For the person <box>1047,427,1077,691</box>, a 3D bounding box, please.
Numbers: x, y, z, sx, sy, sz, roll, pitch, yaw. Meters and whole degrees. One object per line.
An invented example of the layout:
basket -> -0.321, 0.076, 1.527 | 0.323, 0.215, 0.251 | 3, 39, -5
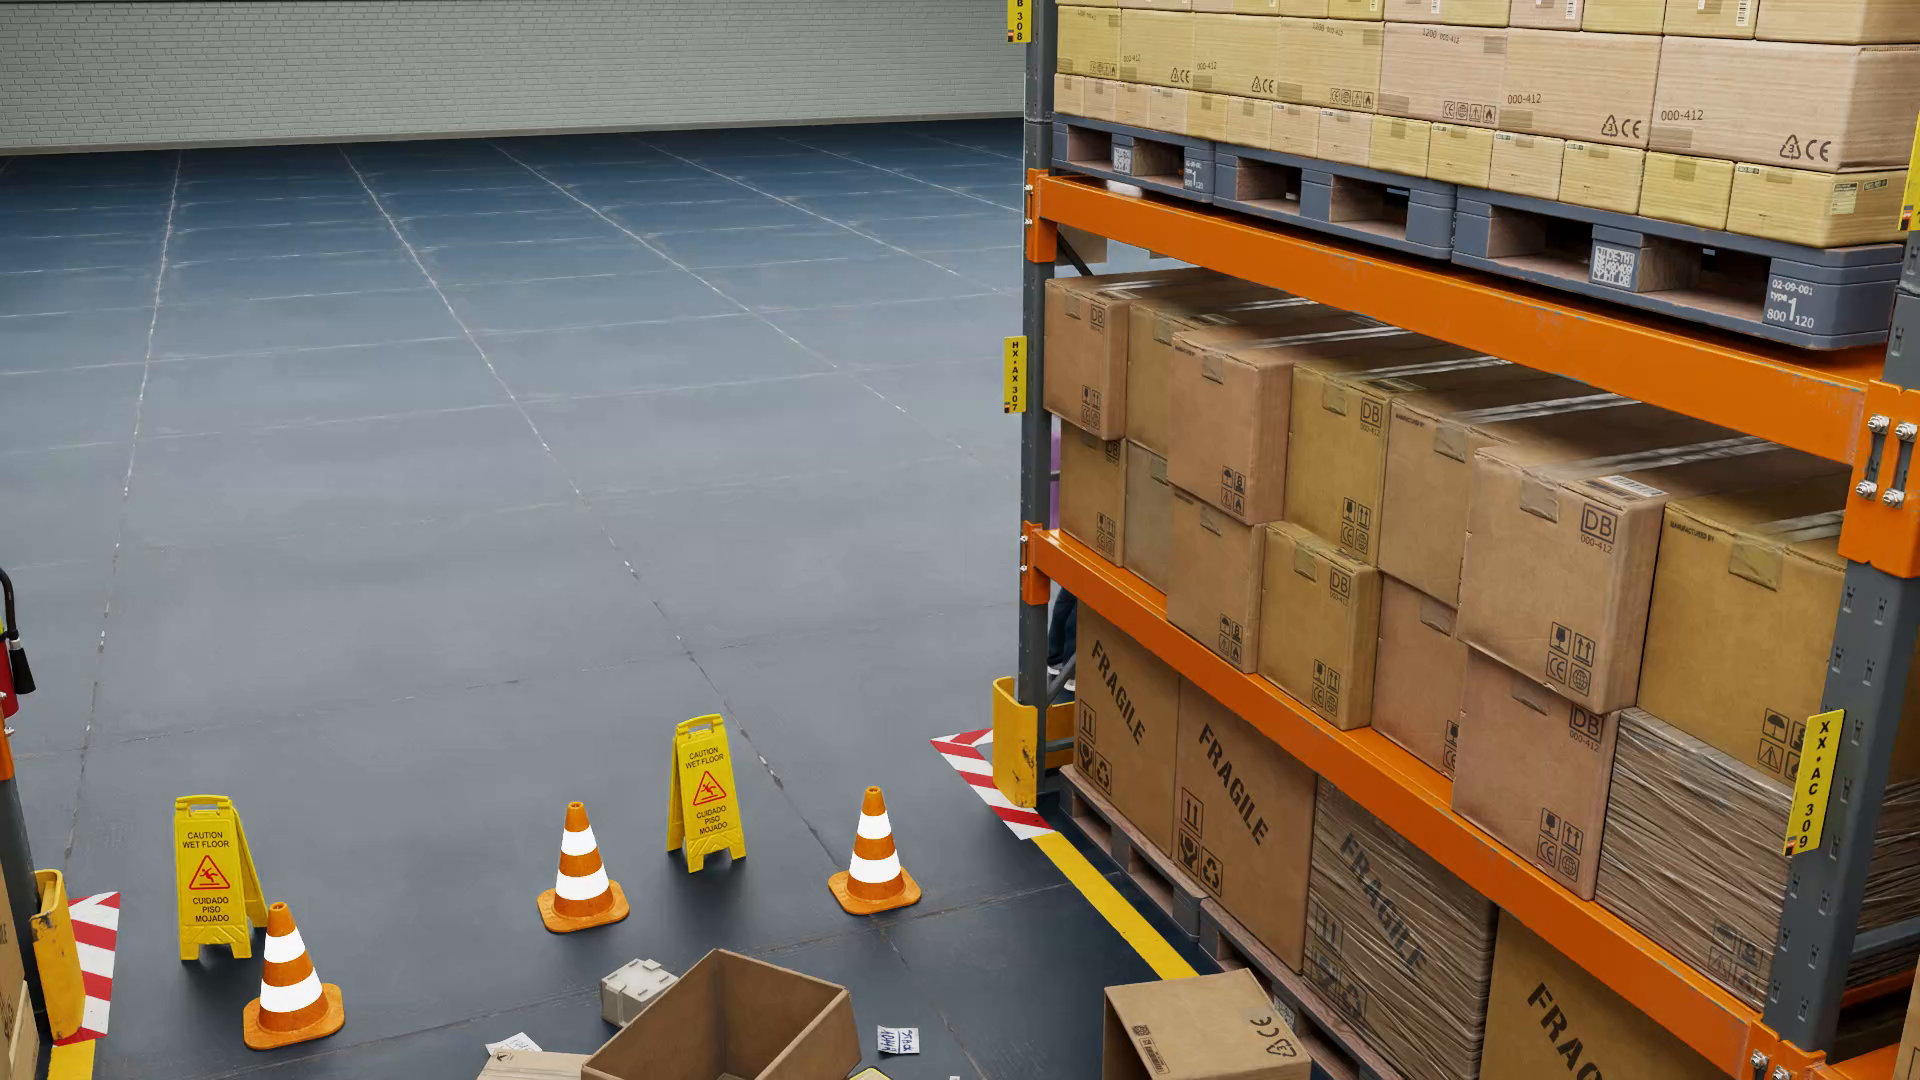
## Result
person -> 0.595, -0.012, 8.619 | 0.345, 1.591, 0.476 | -7, 20, -20
